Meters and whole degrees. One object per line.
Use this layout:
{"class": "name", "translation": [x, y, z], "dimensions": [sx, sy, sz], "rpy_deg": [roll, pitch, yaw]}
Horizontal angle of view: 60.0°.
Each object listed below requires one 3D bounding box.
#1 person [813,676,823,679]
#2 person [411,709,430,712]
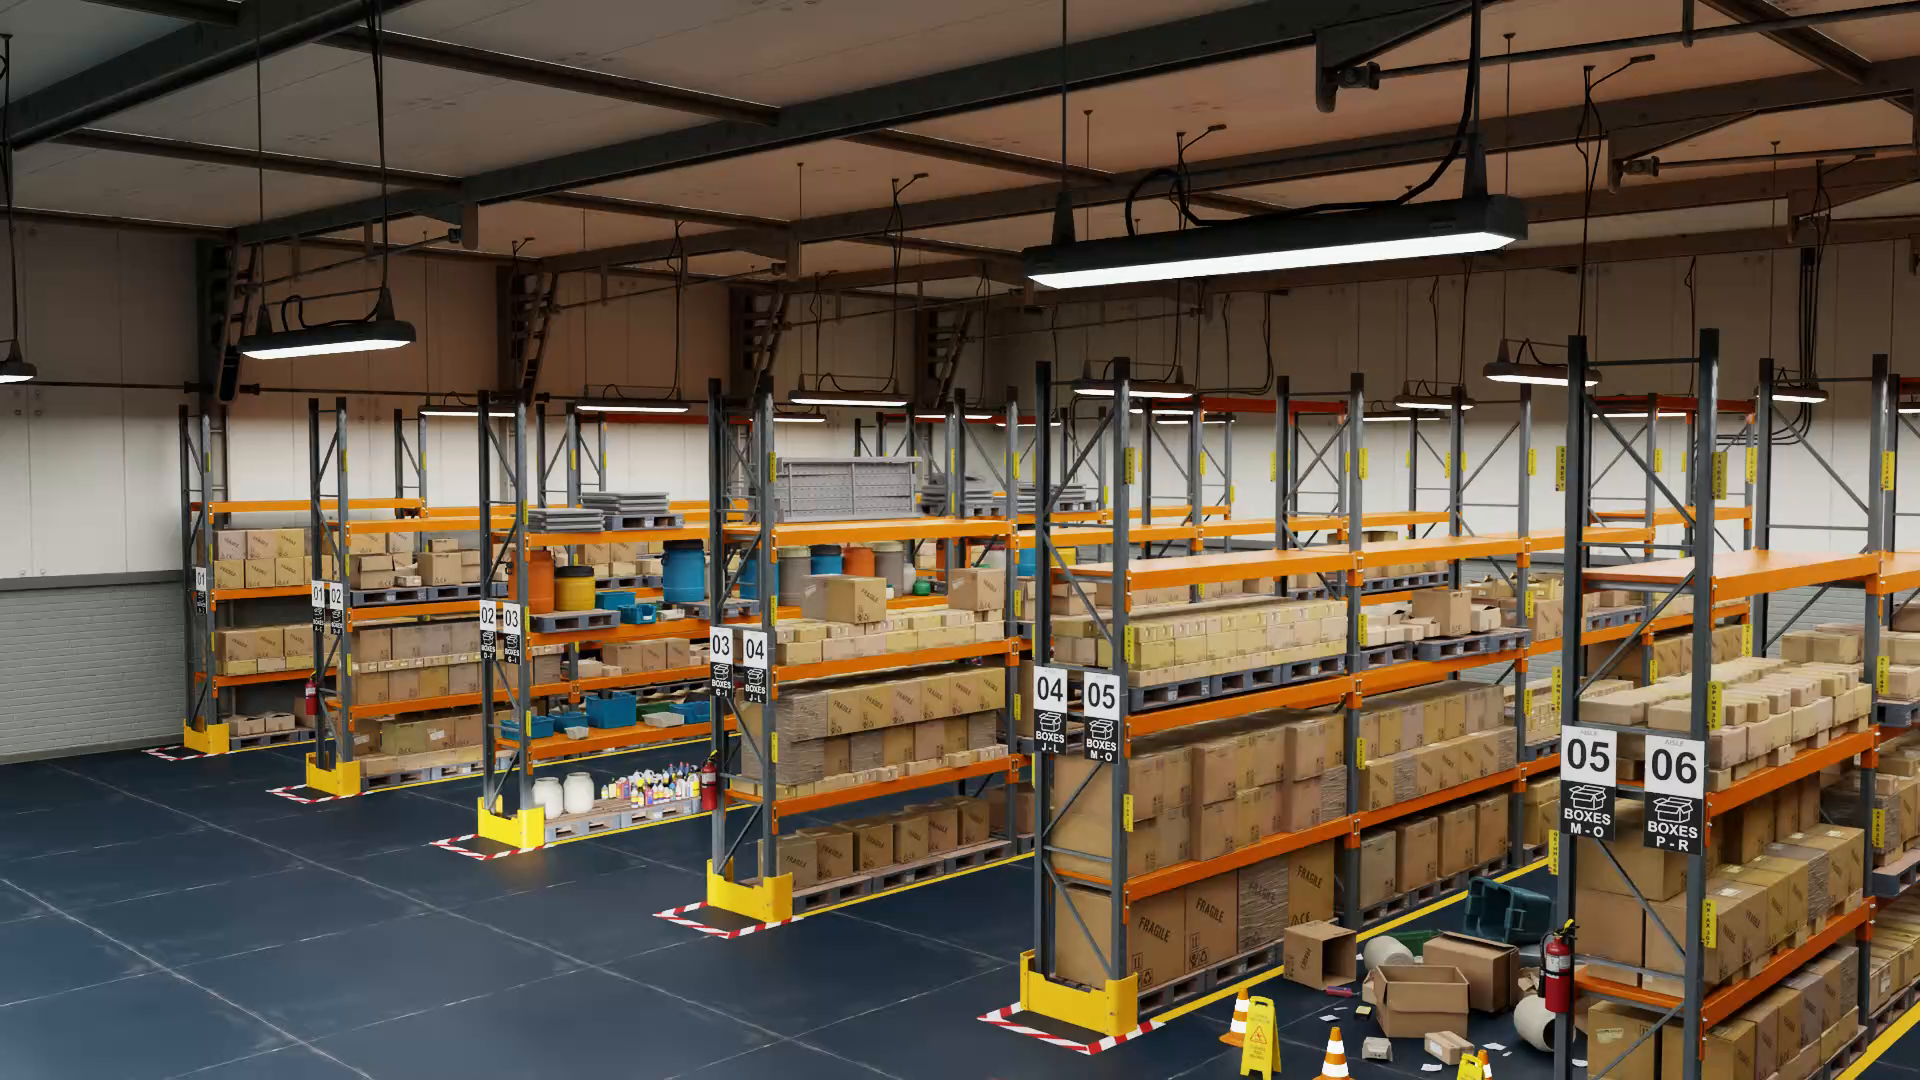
{"class": "person", "translation": [-2.492, 2.716, 29.455], "dimensions": [0.691, 1.774, 0.879], "rpy_deg": [2, 4, 37]}
{"class": "person", "translation": [-9.275, 2.842, 28.523], "dimensions": [0.525, 1.712, 0.827], "rpy_deg": [2, 3, 30]}
